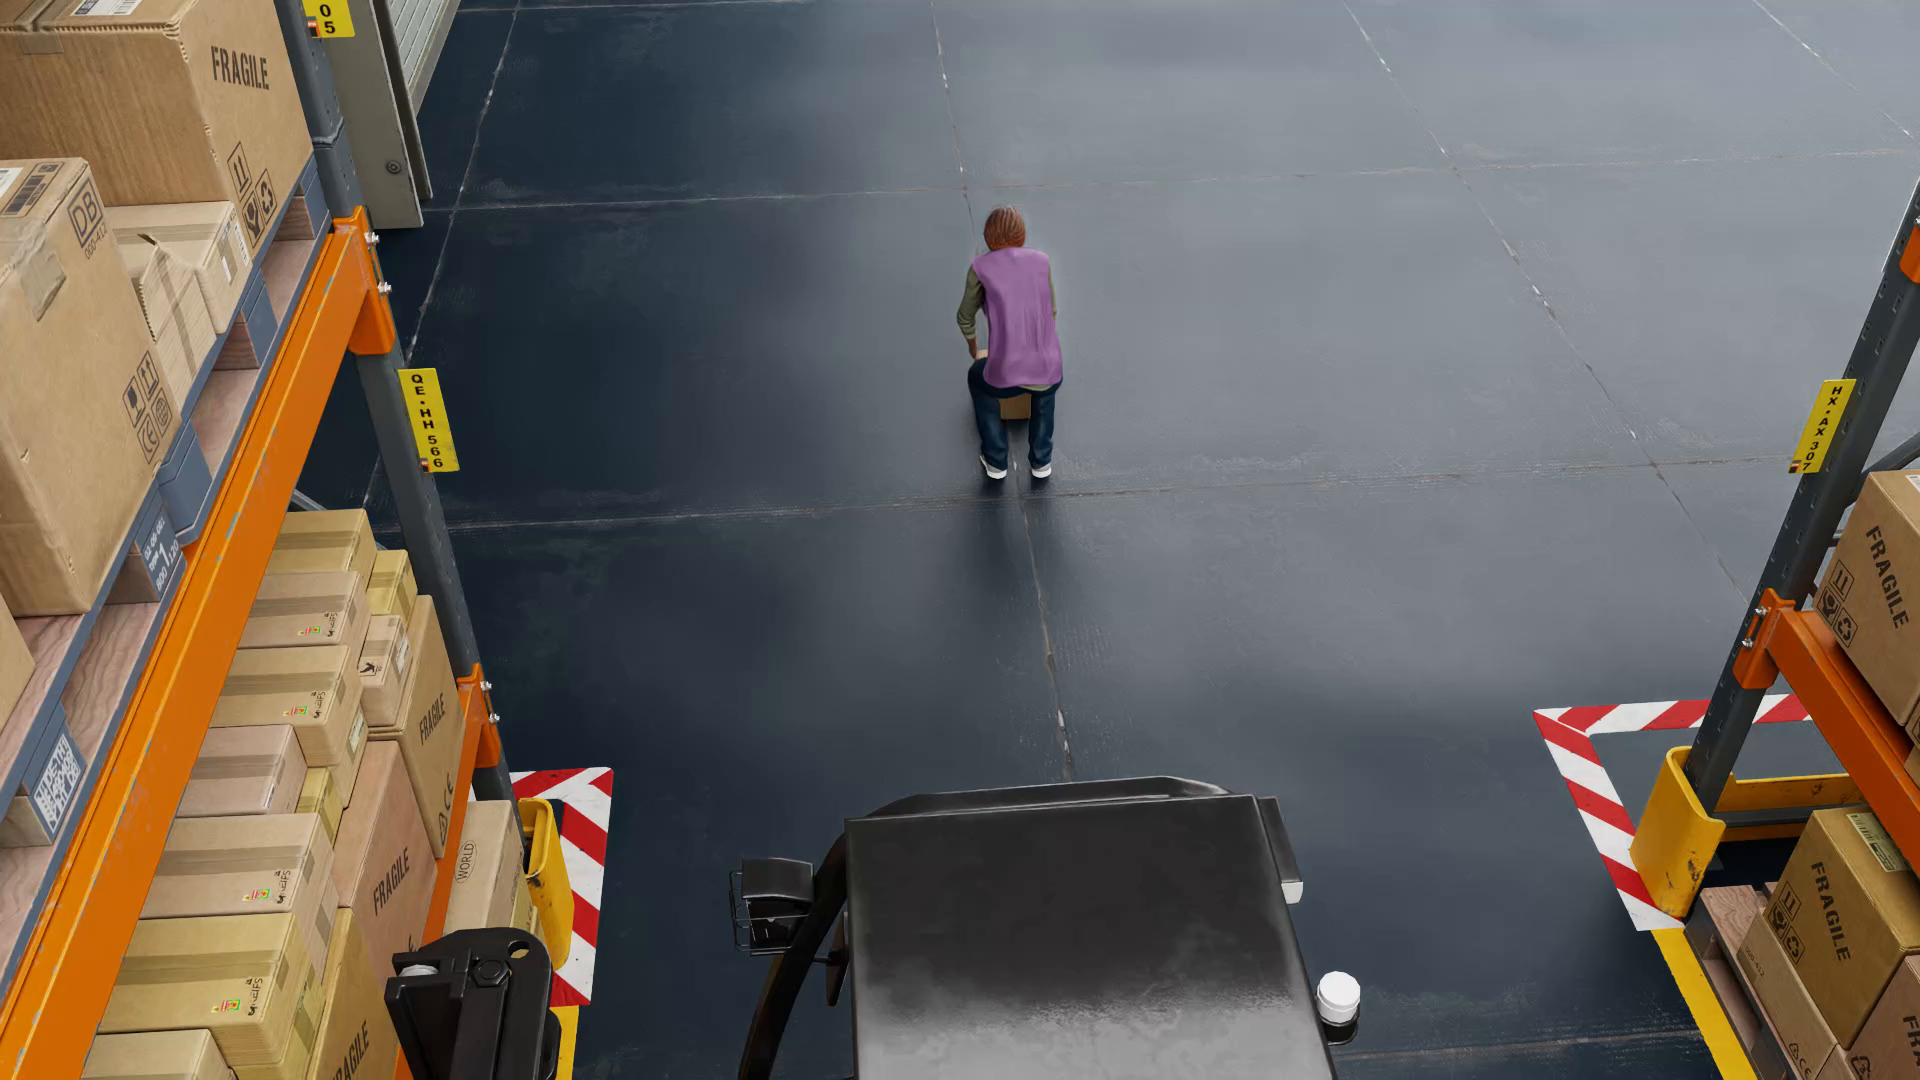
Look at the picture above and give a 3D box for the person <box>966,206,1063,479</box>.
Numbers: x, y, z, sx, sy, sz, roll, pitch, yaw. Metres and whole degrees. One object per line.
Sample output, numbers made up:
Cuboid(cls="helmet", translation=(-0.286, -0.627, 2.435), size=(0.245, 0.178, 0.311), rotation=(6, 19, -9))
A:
Cuboid(cls="person", translation=(0.236, -0.843, 7.506), size=(0.446, 1.186, 0.714), rotation=(-3, 40, -4))
